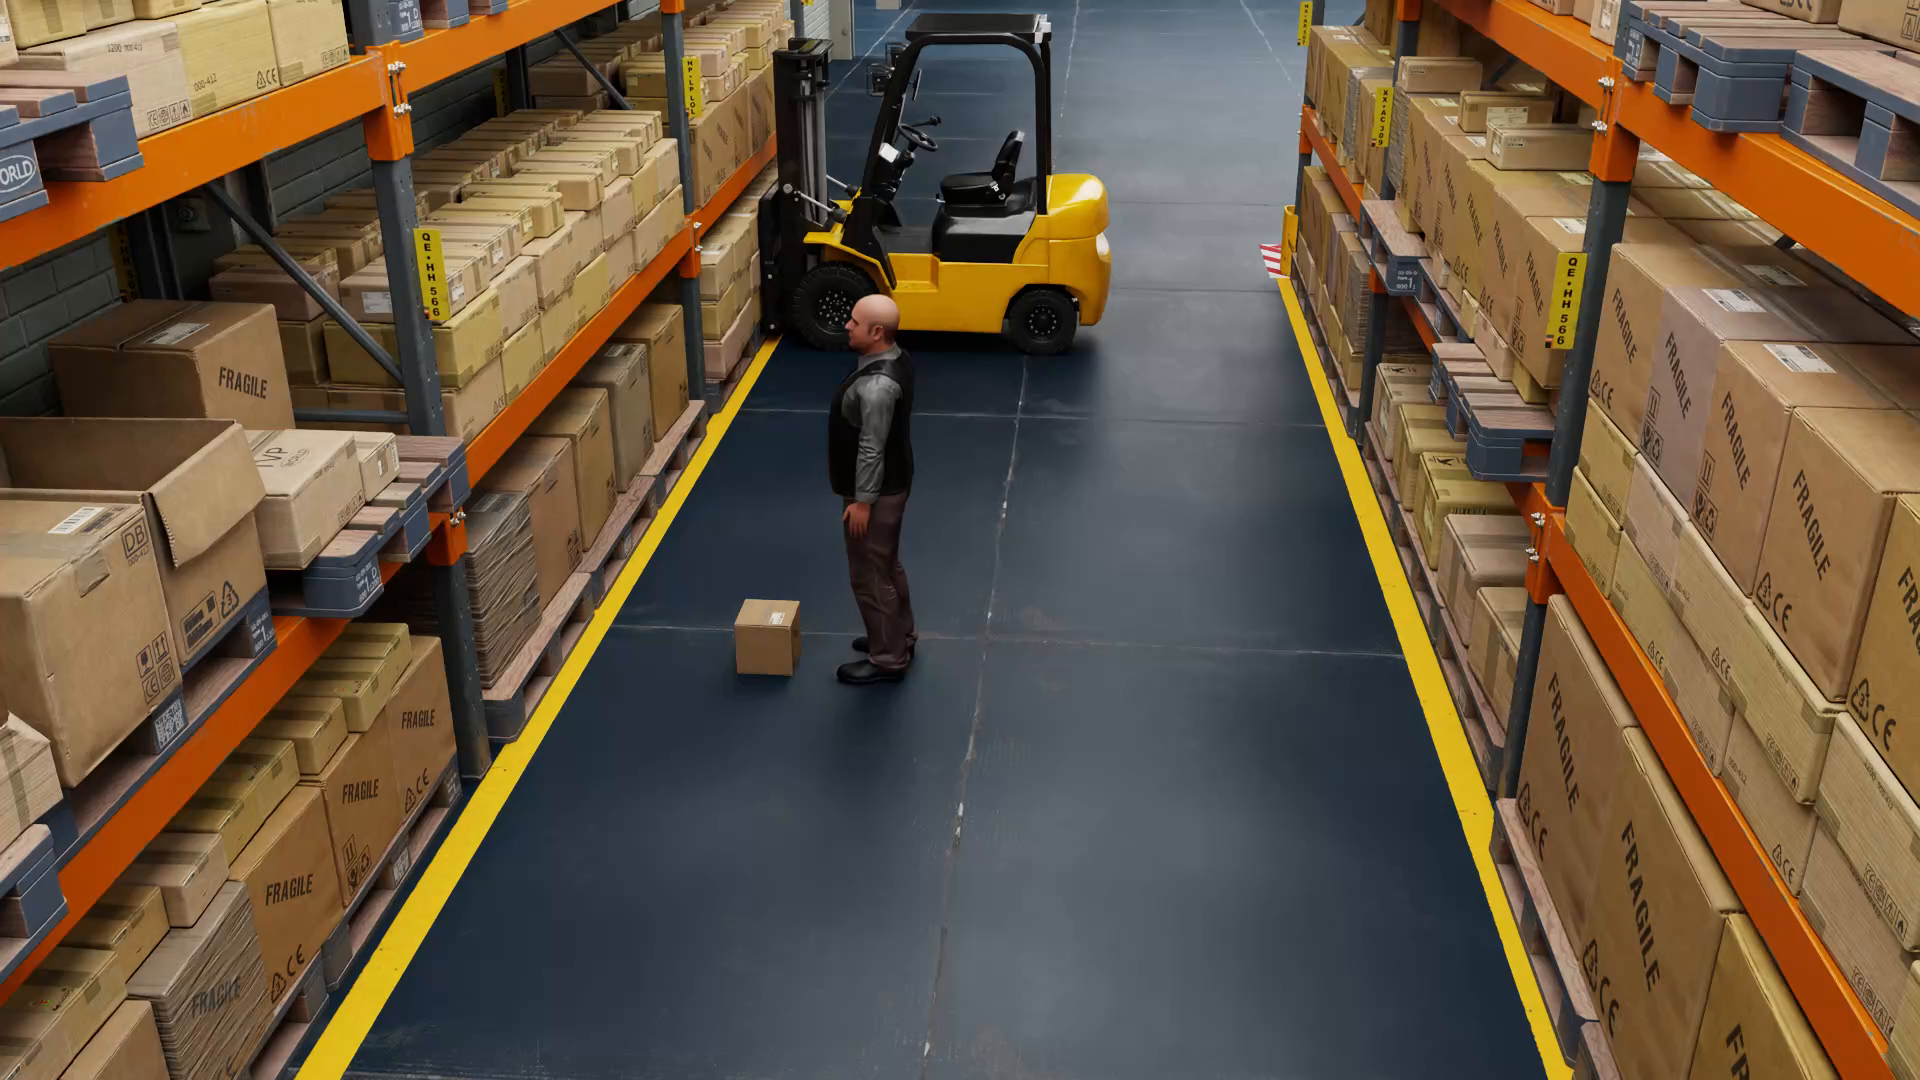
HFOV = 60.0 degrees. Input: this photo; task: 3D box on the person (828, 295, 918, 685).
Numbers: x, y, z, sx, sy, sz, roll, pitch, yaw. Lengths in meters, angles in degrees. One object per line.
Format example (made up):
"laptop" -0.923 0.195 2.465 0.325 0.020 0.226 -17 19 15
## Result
"person" -0.374 -0.205 7.109 0.357 1.733 0.530 2 24 5
